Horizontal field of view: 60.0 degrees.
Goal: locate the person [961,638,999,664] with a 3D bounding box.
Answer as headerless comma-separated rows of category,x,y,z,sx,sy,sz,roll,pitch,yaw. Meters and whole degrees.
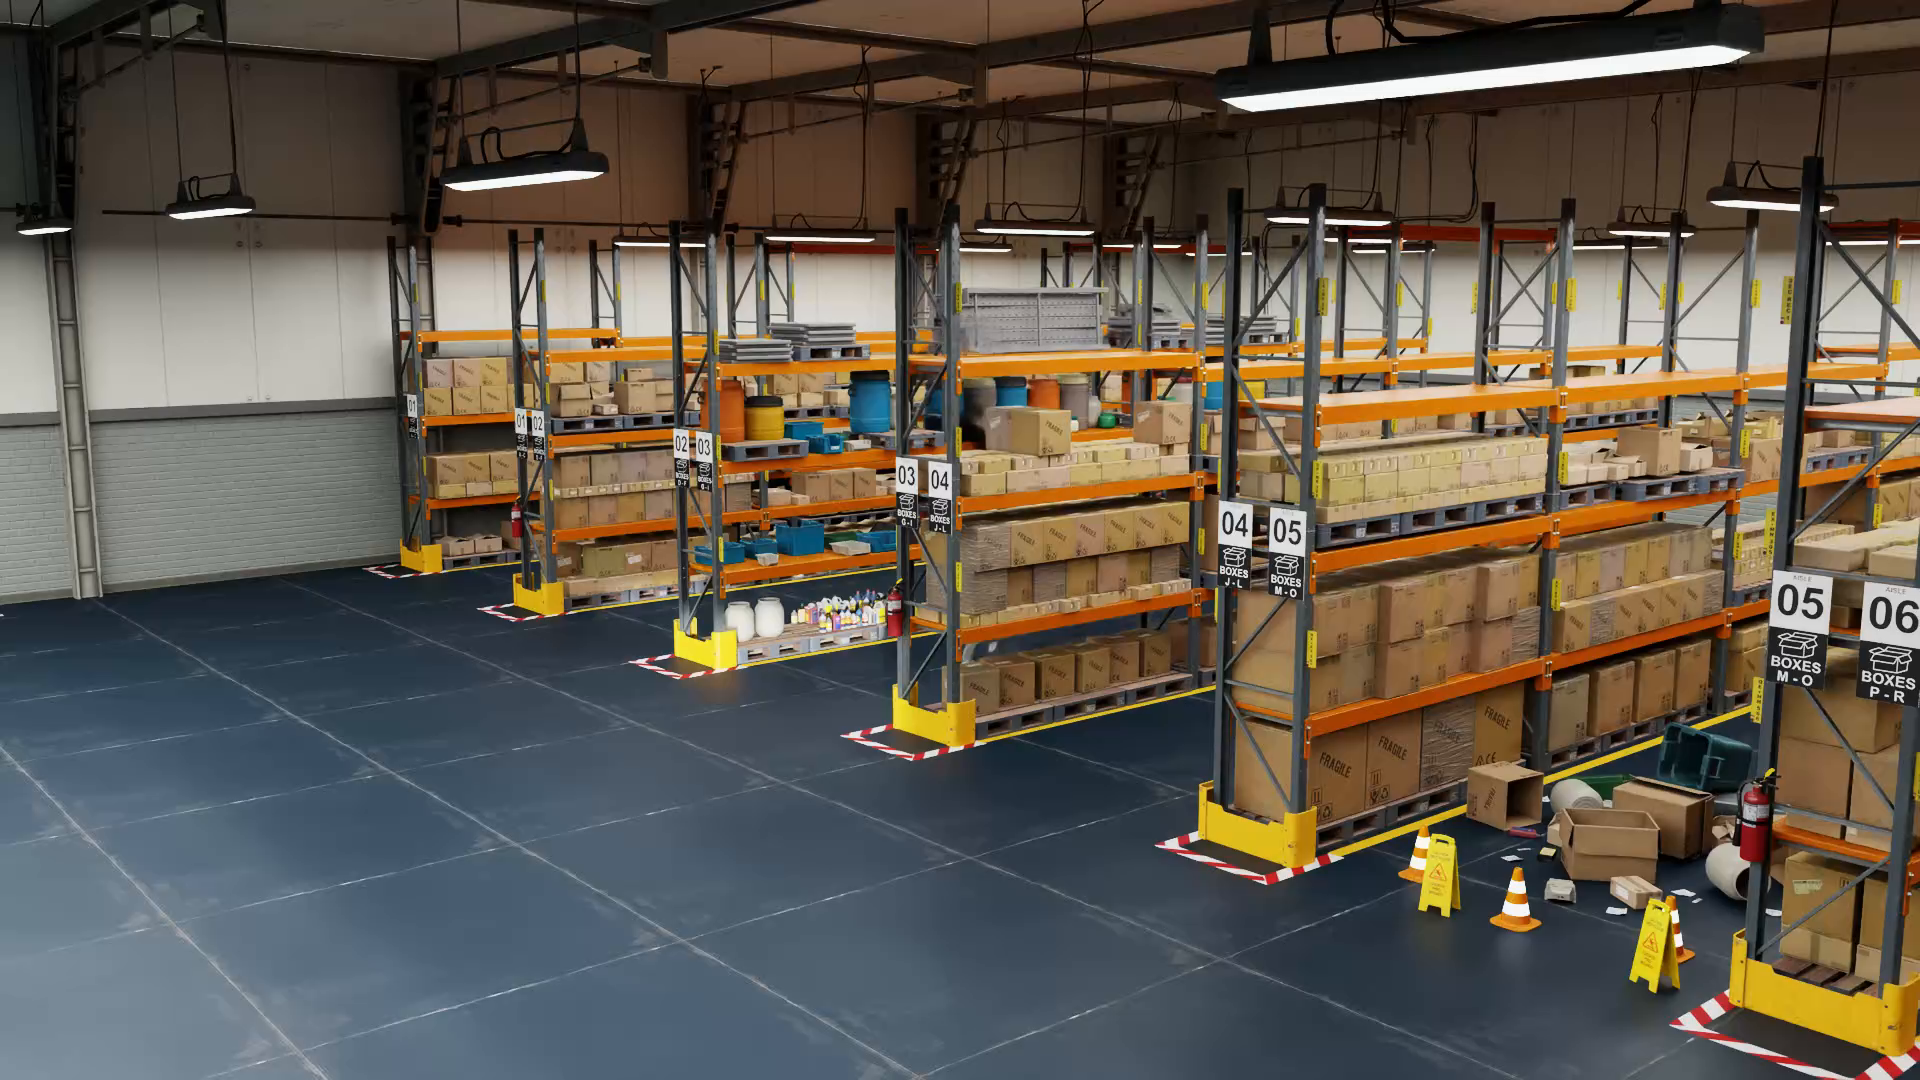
person,0.283,0.904,22.580,0.589,1.658,0.887,7,11,37

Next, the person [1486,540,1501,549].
person,7.500,0.720,23.527,0.595,1.753,0.676,-8,12,-43
